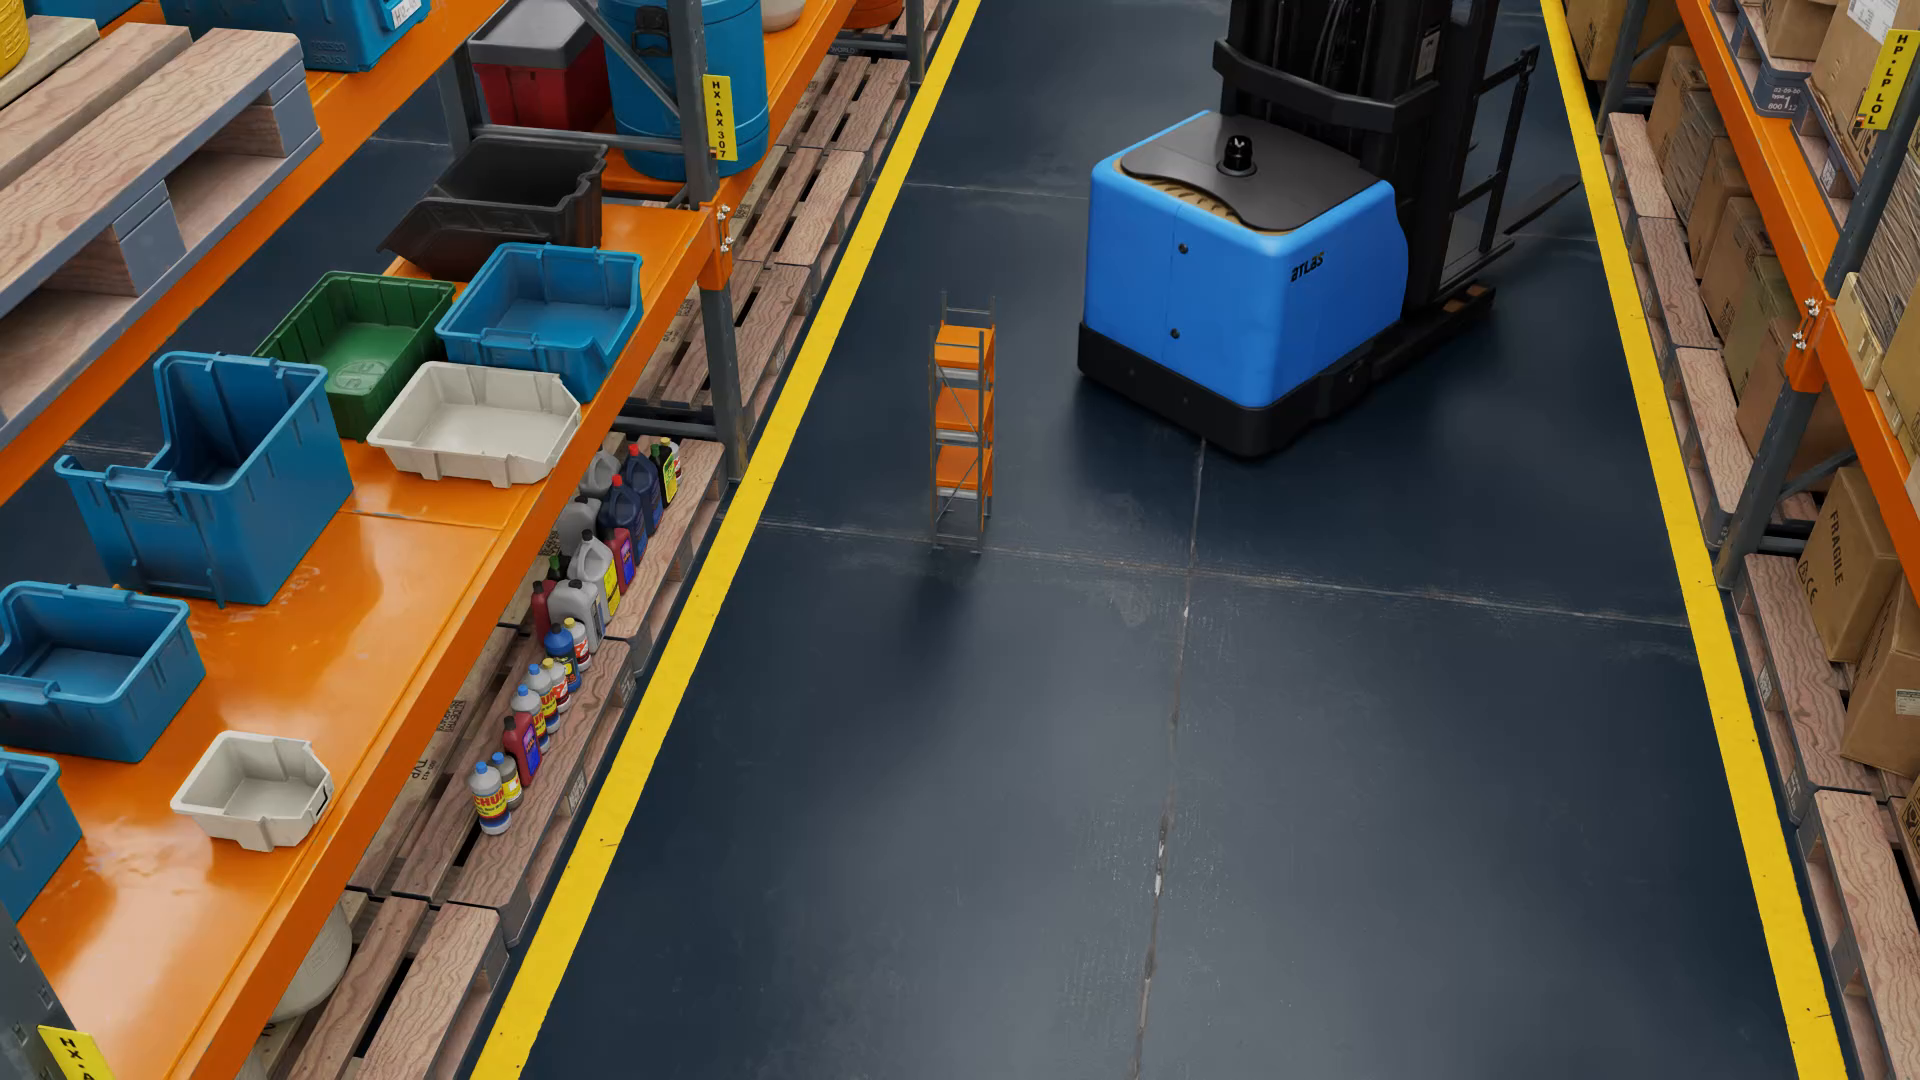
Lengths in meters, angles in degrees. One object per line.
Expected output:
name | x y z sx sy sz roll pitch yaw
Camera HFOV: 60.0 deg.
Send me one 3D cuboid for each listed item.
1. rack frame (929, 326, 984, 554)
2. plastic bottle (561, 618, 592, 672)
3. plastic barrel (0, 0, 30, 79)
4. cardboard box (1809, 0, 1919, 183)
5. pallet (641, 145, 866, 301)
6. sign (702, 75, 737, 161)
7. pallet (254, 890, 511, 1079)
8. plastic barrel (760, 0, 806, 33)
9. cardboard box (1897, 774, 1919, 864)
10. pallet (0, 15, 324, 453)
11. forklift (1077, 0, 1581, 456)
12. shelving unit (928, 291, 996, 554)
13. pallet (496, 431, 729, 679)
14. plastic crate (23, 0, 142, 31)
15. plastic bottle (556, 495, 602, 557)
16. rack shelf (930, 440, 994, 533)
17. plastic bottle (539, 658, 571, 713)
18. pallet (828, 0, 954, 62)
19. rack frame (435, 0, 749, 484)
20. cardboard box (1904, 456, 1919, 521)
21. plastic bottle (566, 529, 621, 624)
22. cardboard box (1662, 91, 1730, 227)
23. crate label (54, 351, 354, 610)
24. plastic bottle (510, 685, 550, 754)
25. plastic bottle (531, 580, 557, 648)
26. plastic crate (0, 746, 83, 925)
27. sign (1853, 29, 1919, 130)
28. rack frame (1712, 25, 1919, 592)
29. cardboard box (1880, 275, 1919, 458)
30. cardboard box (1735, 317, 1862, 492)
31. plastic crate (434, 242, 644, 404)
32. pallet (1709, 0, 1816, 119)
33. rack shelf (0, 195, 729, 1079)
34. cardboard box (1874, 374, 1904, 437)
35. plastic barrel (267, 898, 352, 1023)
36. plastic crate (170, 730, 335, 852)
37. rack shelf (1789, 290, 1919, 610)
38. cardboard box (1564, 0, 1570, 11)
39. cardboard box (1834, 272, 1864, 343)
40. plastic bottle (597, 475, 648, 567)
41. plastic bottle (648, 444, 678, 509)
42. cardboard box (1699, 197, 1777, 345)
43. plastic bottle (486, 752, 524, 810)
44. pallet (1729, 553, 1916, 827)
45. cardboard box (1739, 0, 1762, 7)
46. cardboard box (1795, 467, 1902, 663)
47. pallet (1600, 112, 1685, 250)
rack frame | -0.012 -0.362 6.363 0.200 1.050 0.008 6 40 8
plastic bottle | -1.351 0.358 5.814 0.097 0.201 0.097 0 40 0
plastic barrel | -2.029 -1.099 2.893 0.600 0.588 0.600 0 40 0
cardboard box | 3.745 -1.819 5.796 1.000 1.000 1.000 7 40 8
pallet | -1.103 -1.679 8.616 1.003 0.211 1.213 6 40 8
sign | -0.869 -1.528 6.027 0.100 0.325 0.005 6 40 8
pallet | -1.989 1.534 4.729 1.003 0.211 1.213 6 40 8
plastic barrel | -0.901 -2.578 7.407 0.433 0.535 0.433 0 40 0
cardboard box | 3.239 0.864 4.983 0.500 0.500 0.500 3 40 4
pallet | -1.862 -0.570 2.880 1.003 0.211 1.213 6 40 8
forklift | 1.936 -2.319 7.255 3.031 2.935 1.130 -32 49 -33
shelving unit | 0.009 -0.438 6.456 0.215 1.050 0.252 6 40 8
pallet | -1.566 0.003 6.581 1.003 0.211 1.213 6 40 8
plastic crate | -2.068 -1.359 3.698 0.392 0.384 0.575 6 40 8
plastic bottle | -1.420 -0.053 6.252 0.152 0.276 0.135 6 40 8
rack shelf | 0.009 -0.216 6.640 0.215 0.259 0.240 6 40 8
plastic bottle | -1.387 0.487 5.658 0.097 0.201 0.097 0 40 0
pallet | -0.622 -3.424 10.726 1.003 0.211 1.213 6 40 8
rack frame | -1.409 -1.489 6.197 1.000 3.000 0.127 6 40 8
cardboard box | 2.946 -0.119 4.736 0.380 0.149 0.250 6 40 8
plastic bottle | -1.326 0.121 5.983 0.144 0.351 0.185 6 40 7
cardboard box | 3.982 -1.887 8.295 0.700 0.500 0.500 3 40 4
crate label | -2.049 -0.177 4.583 0.502 0.435 0.616 6 40 8
plastic bottle | -1.421 0.585 5.485 0.097 0.271 0.097 0 40 0
plastic bottle | -1.463 0.238 5.895 0.061 0.283 0.133 6 40 8
plastic crate | -2.309 0.732 3.628 0.499 0.251 0.616 6 40 8
sign | 2.922 -1.448 5.239 0.100 0.325 0.005 6 40 8
rack frame | 3.469 -0.943 5.536 1.000 3.000 0.127 6 40 8
cardboard box | 3.209 -0.511 4.702 0.875 0.500 0.500 6 40 8
cardboard box | 3.597 -0.532 6.656 0.700 0.500 0.500 4 40 4
plastic crate | -1.333 -0.707 5.368 0.499 0.251 0.616 6 40 8
pallet | 3.859 -2.132 7.126 1.003 0.211 1.213 6 40 8
rack shelf | -1.755 0.043 4.908 1.077 0.370 4.000 6 40 8
cardboard box | 3.064 -0.429 5.112 0.380 0.149 0.250 6 40 8
plastic barrel | -1.976 1.082 4.710 0.421 0.512 0.421 0 40 0
plastic crate | -1.630 0.597 3.881 0.298 0.136 0.250 6 40 8
rack shelf | 3.123 0.590 4.247 1.077 0.370 4.000 6 40 8
cardboard box | 4.463 -3.786 10.313 1.225 0.875 0.875 7 40 8
cardboard box | 3.136 -0.744 5.493 0.380 0.149 0.250 6 40 8
plastic bottle | -1.270 -0.081 6.228 0.144 0.351 0.185 5 40 5
plastic bottle | -1.167 -0.273 6.513 0.061 0.283 0.133 8 40 10
cardboard box | 3.794 -1.180 7.440 0.700 0.500 0.500 3 40 4
plastic bottle | -1.463 0.762 5.325 0.097 0.201 0.097 0 40 0
pallet | 3.388 0.557 5.910 1.003 0.211 1.213 6 40 8
cardboard box | 3.645 -2.531 7.245 0.500 0.250 0.500 5 40 6
cardboard box | 3.361 0.105 5.901 0.500 0.500 0.500 5 40 6
pallet | 4.025 -1.888 8.868 1.003 0.211 1.213 6 40 8
